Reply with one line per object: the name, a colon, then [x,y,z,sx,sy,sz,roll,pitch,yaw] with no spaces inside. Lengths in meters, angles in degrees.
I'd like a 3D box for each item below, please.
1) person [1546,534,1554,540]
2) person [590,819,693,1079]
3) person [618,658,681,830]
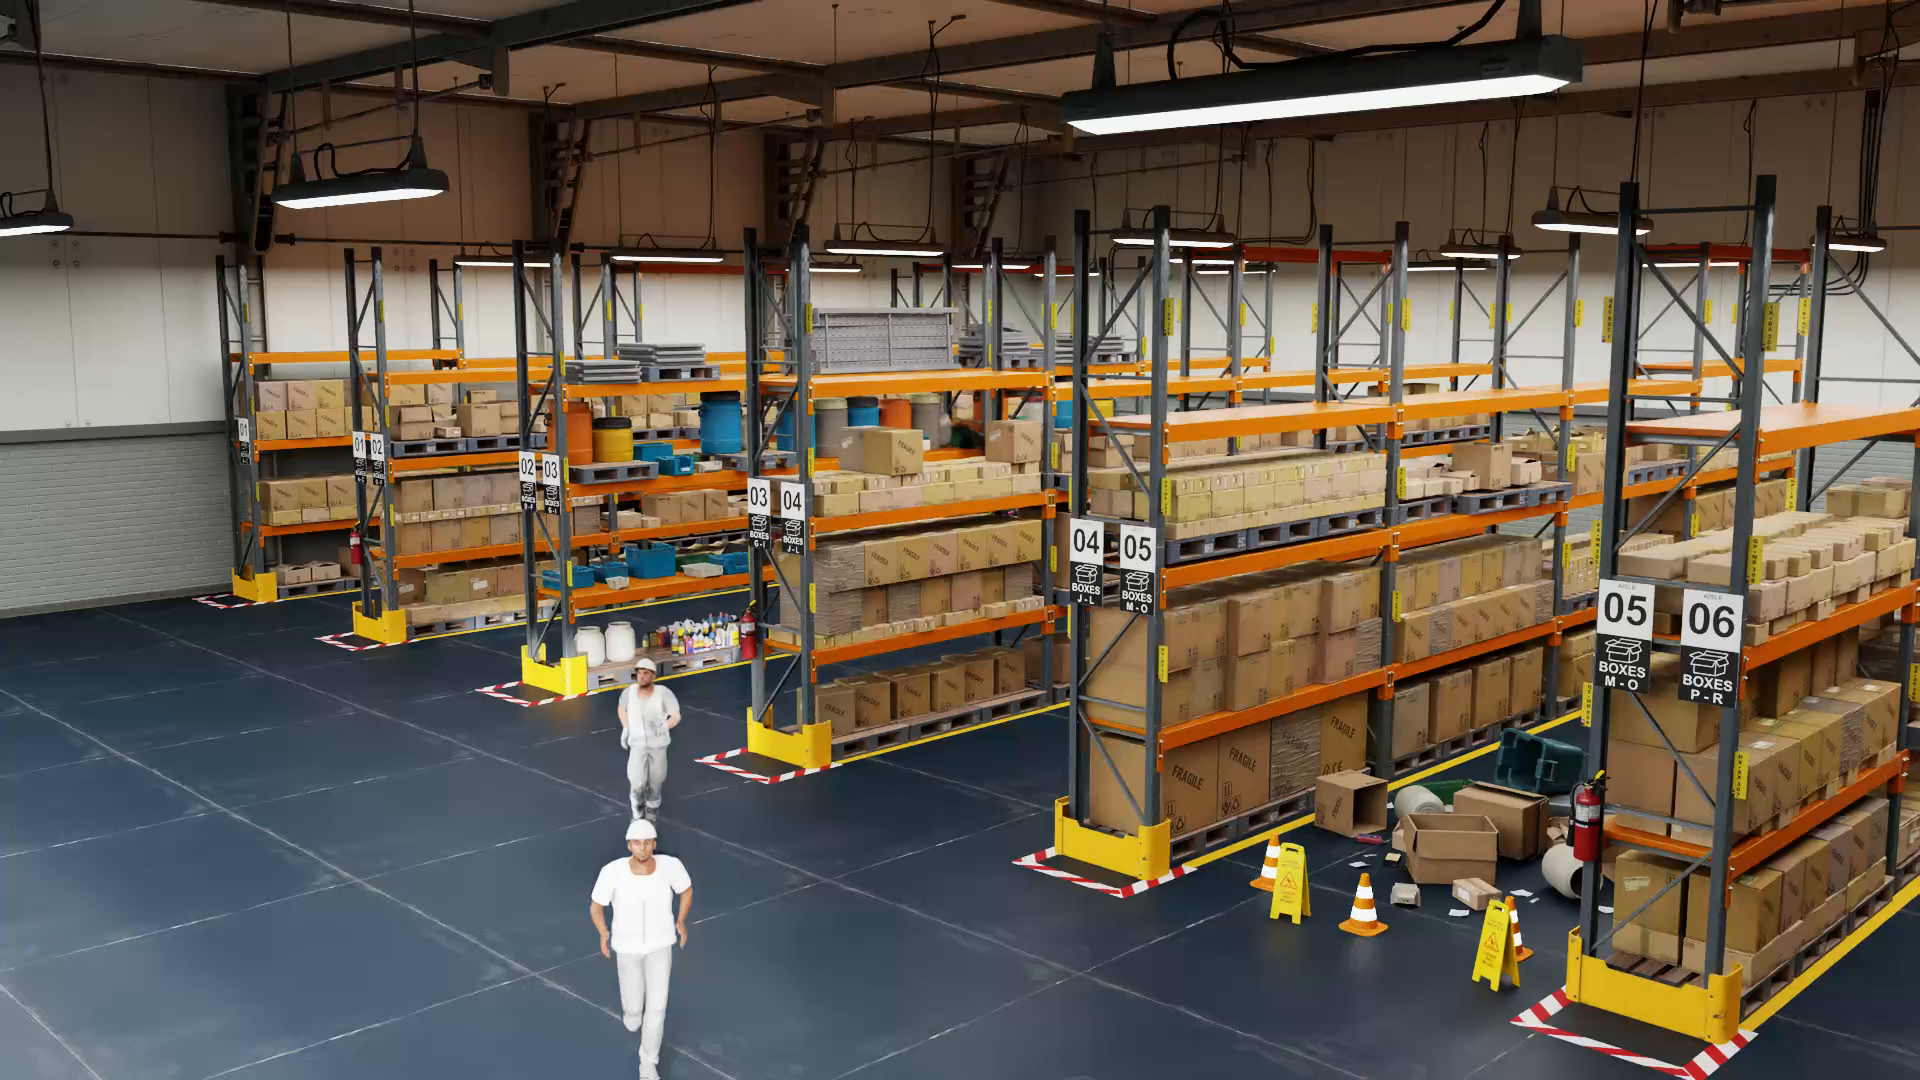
person: [8.974,0.734,25.270,0.620,1.672,0.940,7,11,42]
person: [-2.145,2.734,11.295,0.697,1.738,0.792,-2,8,-14]
person: [-3.019,2.021,16.099,0.617,1.770,0.667,-1,8,-4]
